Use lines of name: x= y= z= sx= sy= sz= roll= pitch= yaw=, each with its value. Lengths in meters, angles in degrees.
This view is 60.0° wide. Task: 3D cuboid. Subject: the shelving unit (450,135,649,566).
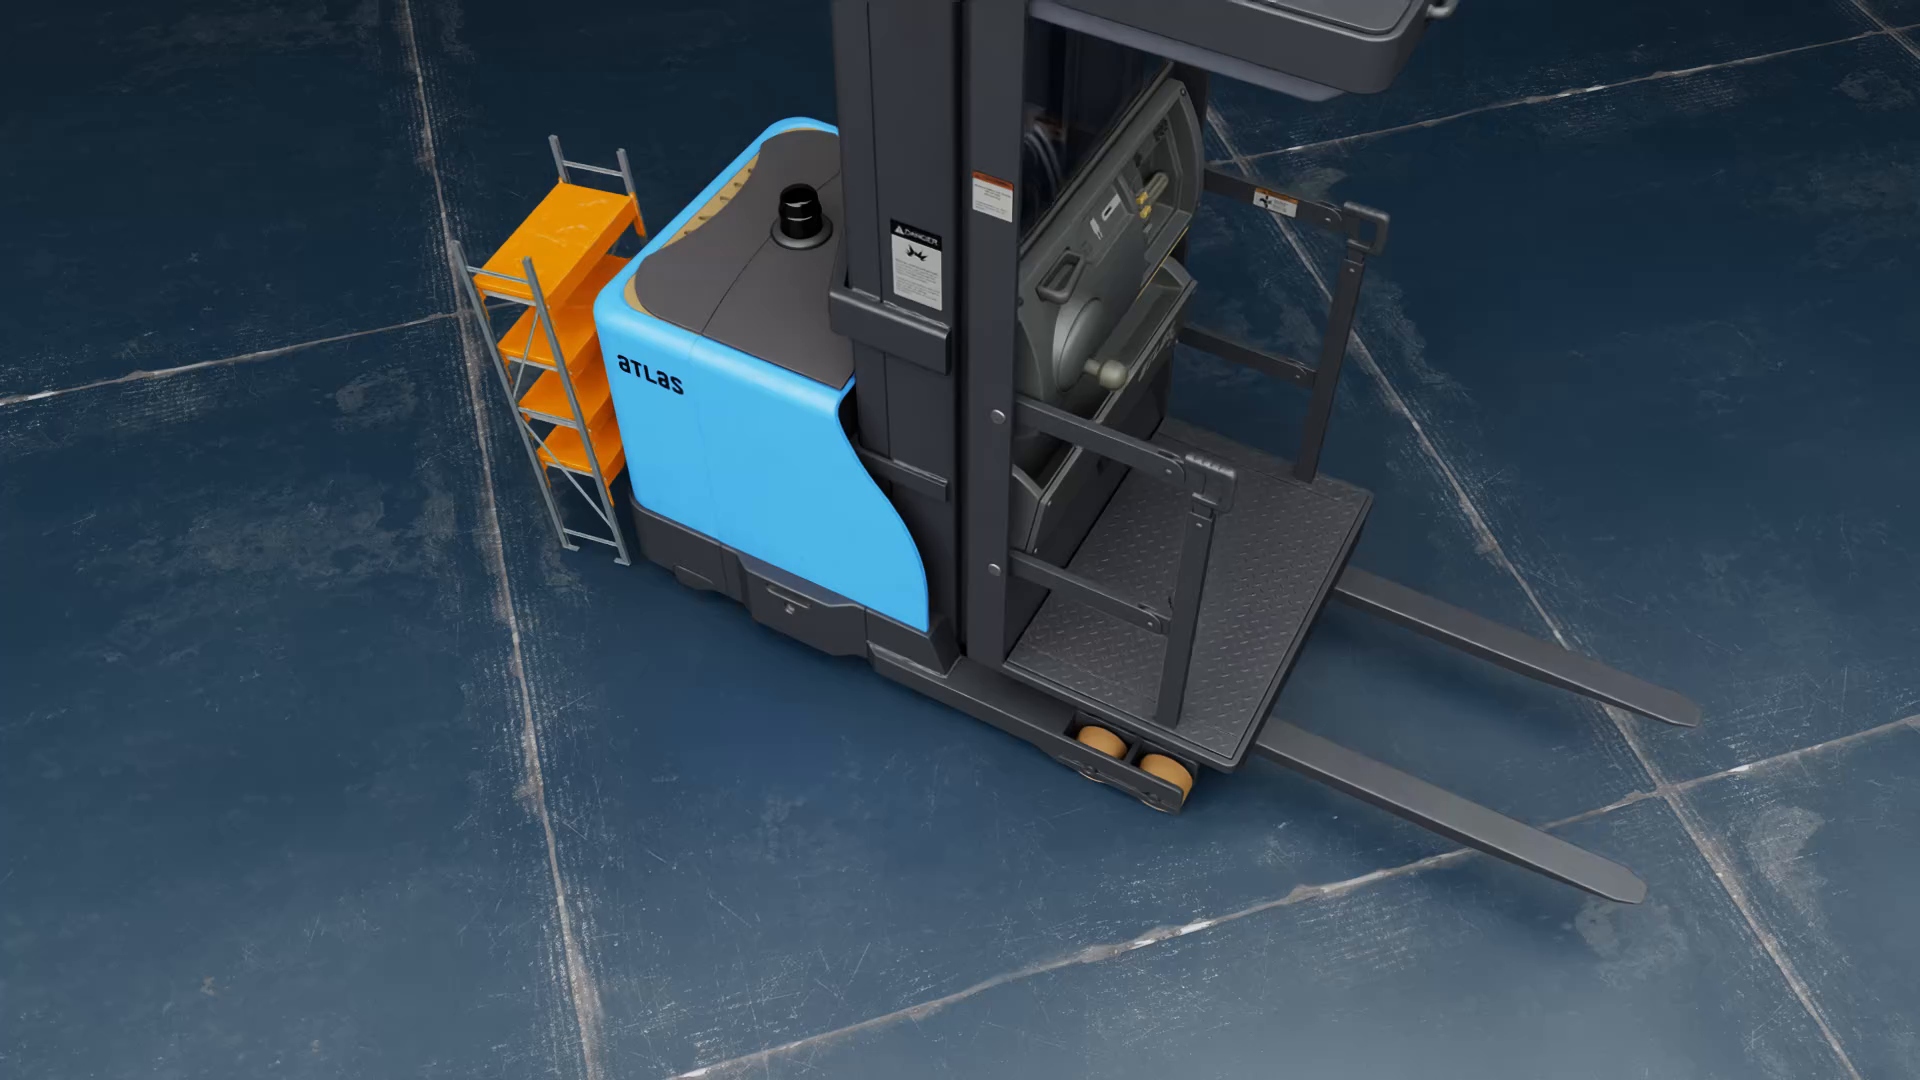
shelving unit: x=-1.083 y=-0.524 z=4.895 sx=0.258 sy=1.200 sz=0.503 roll=15 pitch=51 yaw=17

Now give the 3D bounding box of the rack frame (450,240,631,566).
rack frame: x=-1.175 y=-0.351 z=4.749 sx=0.240 sy=1.200 sz=0.015 roll=15 pitch=51 yaw=17

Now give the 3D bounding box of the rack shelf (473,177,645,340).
rack shelf: x=-1.110 y=-0.785 z=4.603 sx=0.258 sy=0.148 sz=0.480 roll=15 pitch=51 yaw=17

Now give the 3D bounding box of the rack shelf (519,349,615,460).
rack shelf: x=-1.078 y=-0.479 z=4.945 sx=0.258 sy=0.148 sz=0.480 roll=15 pitch=51 yaw=17

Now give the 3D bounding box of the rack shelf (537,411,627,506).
rack shelf: x=-1.065 y=-0.347 z=5.093 sx=0.258 sy=0.148 sz=0.480 roll=15 pitch=51 yaw=17

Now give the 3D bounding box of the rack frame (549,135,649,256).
rack frame: x=-0.991 y=-0.696 z=5.041 sx=0.240 sy=1.200 sz=0.015 roll=15 pitch=51 yaw=17

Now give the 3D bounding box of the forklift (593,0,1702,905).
forklift: x=0.550 y=-0.663 z=3.892 sx=3.031 sy=2.935 sz=1.130 roll=23 pitch=54 yaw=18

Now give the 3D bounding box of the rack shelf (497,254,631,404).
rack shelf: x=-1.094 y=-0.628 z=4.779 sx=0.258 sy=0.148 sz=0.480 roll=15 pitch=51 yaw=17
